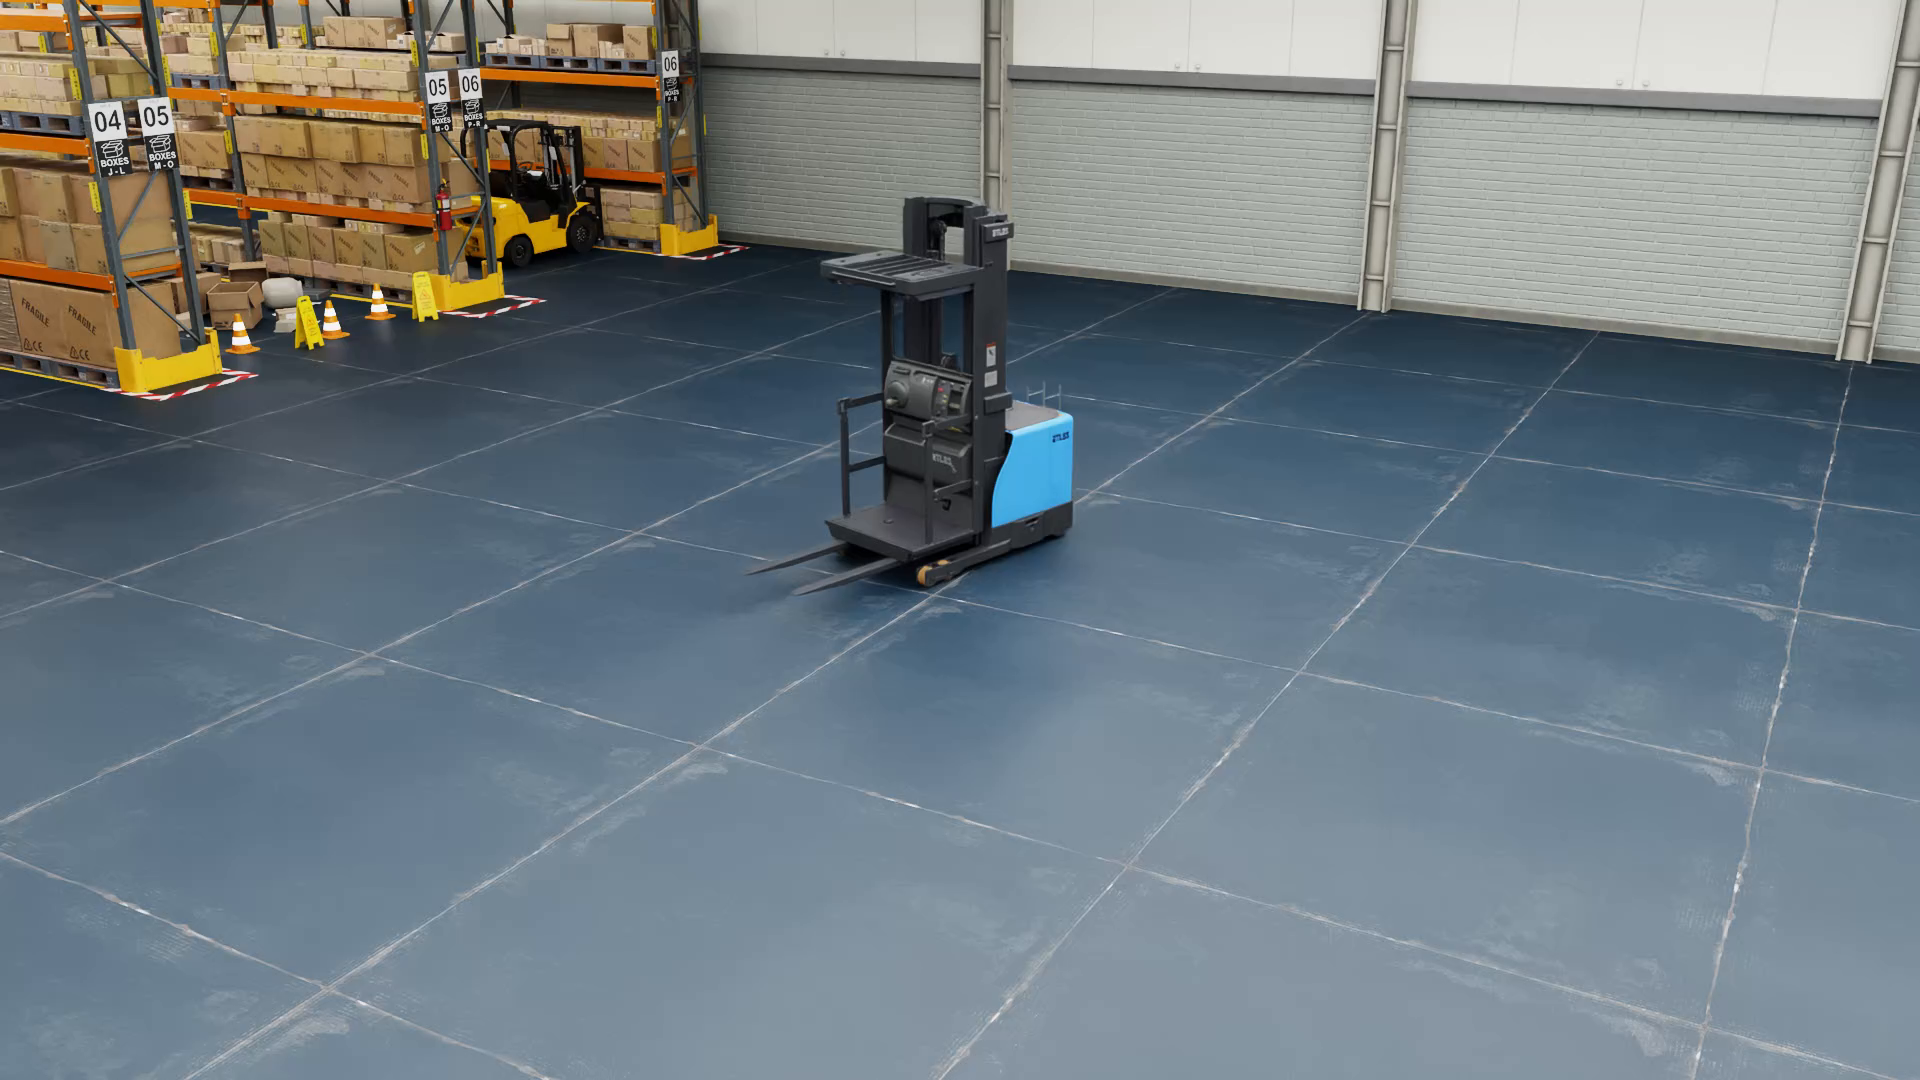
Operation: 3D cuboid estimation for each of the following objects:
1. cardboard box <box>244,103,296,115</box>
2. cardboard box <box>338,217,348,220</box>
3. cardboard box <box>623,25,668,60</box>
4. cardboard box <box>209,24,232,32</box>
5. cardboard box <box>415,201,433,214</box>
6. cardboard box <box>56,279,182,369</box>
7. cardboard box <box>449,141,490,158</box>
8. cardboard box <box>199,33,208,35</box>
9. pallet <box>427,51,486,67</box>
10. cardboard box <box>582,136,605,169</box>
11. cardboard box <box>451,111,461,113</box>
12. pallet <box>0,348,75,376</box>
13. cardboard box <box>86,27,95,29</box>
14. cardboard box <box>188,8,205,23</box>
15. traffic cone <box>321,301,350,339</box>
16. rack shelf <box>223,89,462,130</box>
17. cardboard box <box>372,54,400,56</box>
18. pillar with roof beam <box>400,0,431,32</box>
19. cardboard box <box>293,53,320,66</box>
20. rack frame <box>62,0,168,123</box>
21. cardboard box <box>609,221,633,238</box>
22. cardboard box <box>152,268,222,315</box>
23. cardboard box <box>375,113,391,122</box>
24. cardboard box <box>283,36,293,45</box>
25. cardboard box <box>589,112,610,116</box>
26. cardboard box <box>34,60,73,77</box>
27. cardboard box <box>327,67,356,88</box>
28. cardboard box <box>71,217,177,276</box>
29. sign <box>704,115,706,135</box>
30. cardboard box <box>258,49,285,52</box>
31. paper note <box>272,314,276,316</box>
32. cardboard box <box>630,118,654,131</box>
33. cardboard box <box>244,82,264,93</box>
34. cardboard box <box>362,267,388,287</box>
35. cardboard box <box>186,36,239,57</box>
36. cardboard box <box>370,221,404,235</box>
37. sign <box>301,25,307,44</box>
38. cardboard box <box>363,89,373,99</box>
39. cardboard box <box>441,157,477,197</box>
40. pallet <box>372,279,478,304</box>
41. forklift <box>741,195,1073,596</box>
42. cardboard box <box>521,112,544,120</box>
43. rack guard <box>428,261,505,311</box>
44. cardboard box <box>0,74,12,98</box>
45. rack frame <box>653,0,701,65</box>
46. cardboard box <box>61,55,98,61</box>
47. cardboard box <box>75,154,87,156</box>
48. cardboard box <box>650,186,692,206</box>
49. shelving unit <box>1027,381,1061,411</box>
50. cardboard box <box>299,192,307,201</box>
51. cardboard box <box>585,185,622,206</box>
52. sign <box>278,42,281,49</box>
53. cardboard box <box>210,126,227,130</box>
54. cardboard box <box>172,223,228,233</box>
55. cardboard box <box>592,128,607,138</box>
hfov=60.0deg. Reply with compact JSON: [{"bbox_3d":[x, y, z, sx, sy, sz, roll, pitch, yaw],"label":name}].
[{"bbox_3d":[-13.015,-8.045,31.378,0.637,0.503,0.797,10,22,26],"label":"cardboard box"},{"bbox_3d":[-9.333,-4.594,24.948,0.500,0.500,0.500,11,23,28],"label":"cardboard box"},{"bbox_3d":[-5.021,-7.955,26.589,0.500,0.500,0.500,12,23,29],"label":"cardboard box"},{"bbox_3d":[-13.787,-9.550,31.065,0.250,0.149,0.380,11,23,28],"label":"cardboard box"},{"bbox_3d":[-7.364,-4.655,23.166,0.250,0.149,0.380,12,23,29],"label":"cardboard box"},{"bbox_3d":[-9.883,-2.575,19.566,0.875,0.875,0.875,11,23,28],"label":"cardboard box"},{"bbox_3d":[-8.575,-6.853,29.079,0.500,0.250,0.500,11,23,29],"label":"cardboard box"},{"bbox_3d":[-14.032,-9.447,31.217,0.250,0.149,0.380,11,22,27],"label":"cardboard box"},{"bbox_3d":[-8.784,-8.381,28.952,1.217,0.209,0.805,10,22,25],"label":"pallet"},{"bbox_3d":[-5.969,-6.477,27.676,0.500,0.500,0.500,10,22,26],"label":"cardboard box"},{"bbox_3d":[-9.074,-7.579,29.763,0.250,0.149,0.380,11,23,27],"label":"cardboard box"},{"bbox_3d":[-11.056,-2.286,20.357,1.213,0.211,1.003,11,23,27],"label":"pallet"},{"bbox_3d":[-16.889,-10.228,32.814,0.500,0.250,0.500,11,23,29],"label":"cardboard box"},{"bbox_3d":[-14.691,-10.089,31.942,0.258,0.266,0.396,10,22,27],"label":"cardboard box"},{"bbox_3d":[-8.182,-2.882,21.632,0.334,0.463,0.336,11,23,27],"label":"traffic cone"},{"bbox_3d":[-8.679,-6.179,23.656,4.000,0.370,1.077,11,23,27],"label":"rack shelf"},{"bbox_3d":[-8.006,-6.734,23.332,0.250,0.149,0.380,11,23,27],"label":"cardboard box"},{"bbox_3d":[-12.022,-9.173,26.456,0.400,9.000,9.100,11,23,27],"label":"pillar with roof beam"},{"bbox_3d":[-9.146,-6.756,23.392,0.250,0.149,0.380,10,22,26],"label":"cardboard box"},{"bbox_3d":[-9.259,-6.104,17.996,0.127,3.000,1.000,11,23,27],"label":"rack frame"},{"bbox_3d":[-5.509,-5.227,27.792,0.500,0.250,0.500,11,23,27],"label":"cardboard box"},{"bbox_3d":[-10.522,-3.356,22.679,0.503,0.637,0.797,11,23,27],"label":"cardboard box"},{"bbox_3d":[-10.233,-7.583,29.772,0.250,0.149,0.380,11,23,28],"label":"cardboard box"},{"bbox_3d":[-12.143,-9.146,30.416,0.250,0.149,0.380,10,22,26],"label":"cardboard box"},{"bbox_3d":[-6.041,-7.129,28.086,0.250,0.149,0.380,11,23,28],"label":"cardboard box"},{"bbox_3d":[-9.936,-5.192,18.317,0.250,0.149,0.380,11,23,28],"label":"cardboard box"},{"bbox_3d":[-8.405,-6.427,23.070,0.500,0.250,0.500,12,23,29],"label":"cardboard box"},{"bbox_3d":[-9.605,-3.402,19.126,0.550,0.550,0.875,11,23,27],"label":"cardboard box"},{"bbox_3d":[-4.240,-6.861,27.494,0.005,0.325,0.100,11,23,27],"label":"sign"},{"bbox_3d":[-10.042,-7.118,24.391,0.250,0.149,0.380,11,23,28],"label":"cardboard box"},{"bbox_3d":[-9.398,-3.124,22.948,0.148,0.019,0.142,-16,26,-38],"label":"paper note"},{"bbox_3d":[-5.162,-6.773,27.103,0.250,0.149,0.380,11,23,27],"label":"cardboard box"},{"bbox_3d":[-10.073,-6.546,23.980,0.250,0.149,0.380,11,23,27],"label":"cardboard box"},{"bbox_3d":[-8.218,-3.822,23.919,0.500,0.250,0.500,11,23,27],"label":"cardboard box"},{"bbox_3d":[-10.993,-7.270,24.480,0.500,0.250,0.500,11,23,29],"label":"cardboard box"},{"bbox_3d":[-8.113,-4.433,23.553,0.250,0.149,0.380,12,23,29],"label":"cardboard box"},{"bbox_3d":[-11.766,-9.075,29.826,0.005,0.325,0.100,11,23,27],"label":"sign"},{"bbox_3d":[-8.018,-6.190,23.001,0.250,0.149,0.380,11,23,28],"label":"cardboard box"},{"bbox_3d":[-7.211,-5.122,23.504,0.500,0.500,0.500,10,22,26],"label":"cardboard box"},{"bbox_3d":[-7.691,-3.622,24.039,1.213,0.211,1.003,11,23,27],"label":"pallet"},{"bbox_3d":[-0.413,-1.199,13.373,1.130,2.935,3.031,19,27,41],"label":"forklift"},{"bbox_3d":[-7.200,-7.138,28.111,0.250,0.149,0.380,11,23,28],"label":"cardboard box"},{"bbox_3d":[-6.999,-3.612,23.589,0.348,0.500,1.175,11,23,27],"label":"rack guard"},{"bbox_3d":[-10.697,-5.173,18.849,0.500,0.250,0.500,11,22,27],"label":"cardboard box"},{"bbox_3d":[-4.516,-9.073,26.180,0.127,3.000,1.000,11,23,27],"label":"rack frame"},{"bbox_3d":[-10.057,-5.472,19.089,0.250,0.149,0.380,11,23,28],"label":"cardboard box"},{"bbox_3d":[-13.637,-6.345,26.259,0.500,0.500,0.500,10,22,26],"label":"cardboard box"},{"bbox_3d":[-4.843,-5.764,27.805,0.500,0.250,0.500,10,22,26],"label":"cardboard box"},{"bbox_3d":[0.737,-0.793,14.792,0.189,1.200,0.258,18,27,40],"label":"shelving unit"},{"bbox_3d":[-9.367,-5.025,24.188,0.250,0.149,0.380,11,23,27],"label":"cardboard box"},{"bbox_3d":[-5.964,-5.775,27.837,0.500,0.250,0.500,11,23,28],"label":"cardboard box"},{"bbox_3d":[-10.167,-7.255,24.810,0.005,0.325,0.100,11,23,27],"label":"sign"},{"bbox_3d":[-11.132,-6.070,25.501,0.500,0.500,0.500,11,23,27],"label":"cardboard box"},{"bbox_3d":[-12.121,-4.722,26.220,0.625,0.372,0.950,12,23,29],"label":"cardboard box"},{"bbox_3d":[-5.856,-6.749,27.473,0.250,0.149,0.380,10,22,26],"label":"cardboard box"}]
